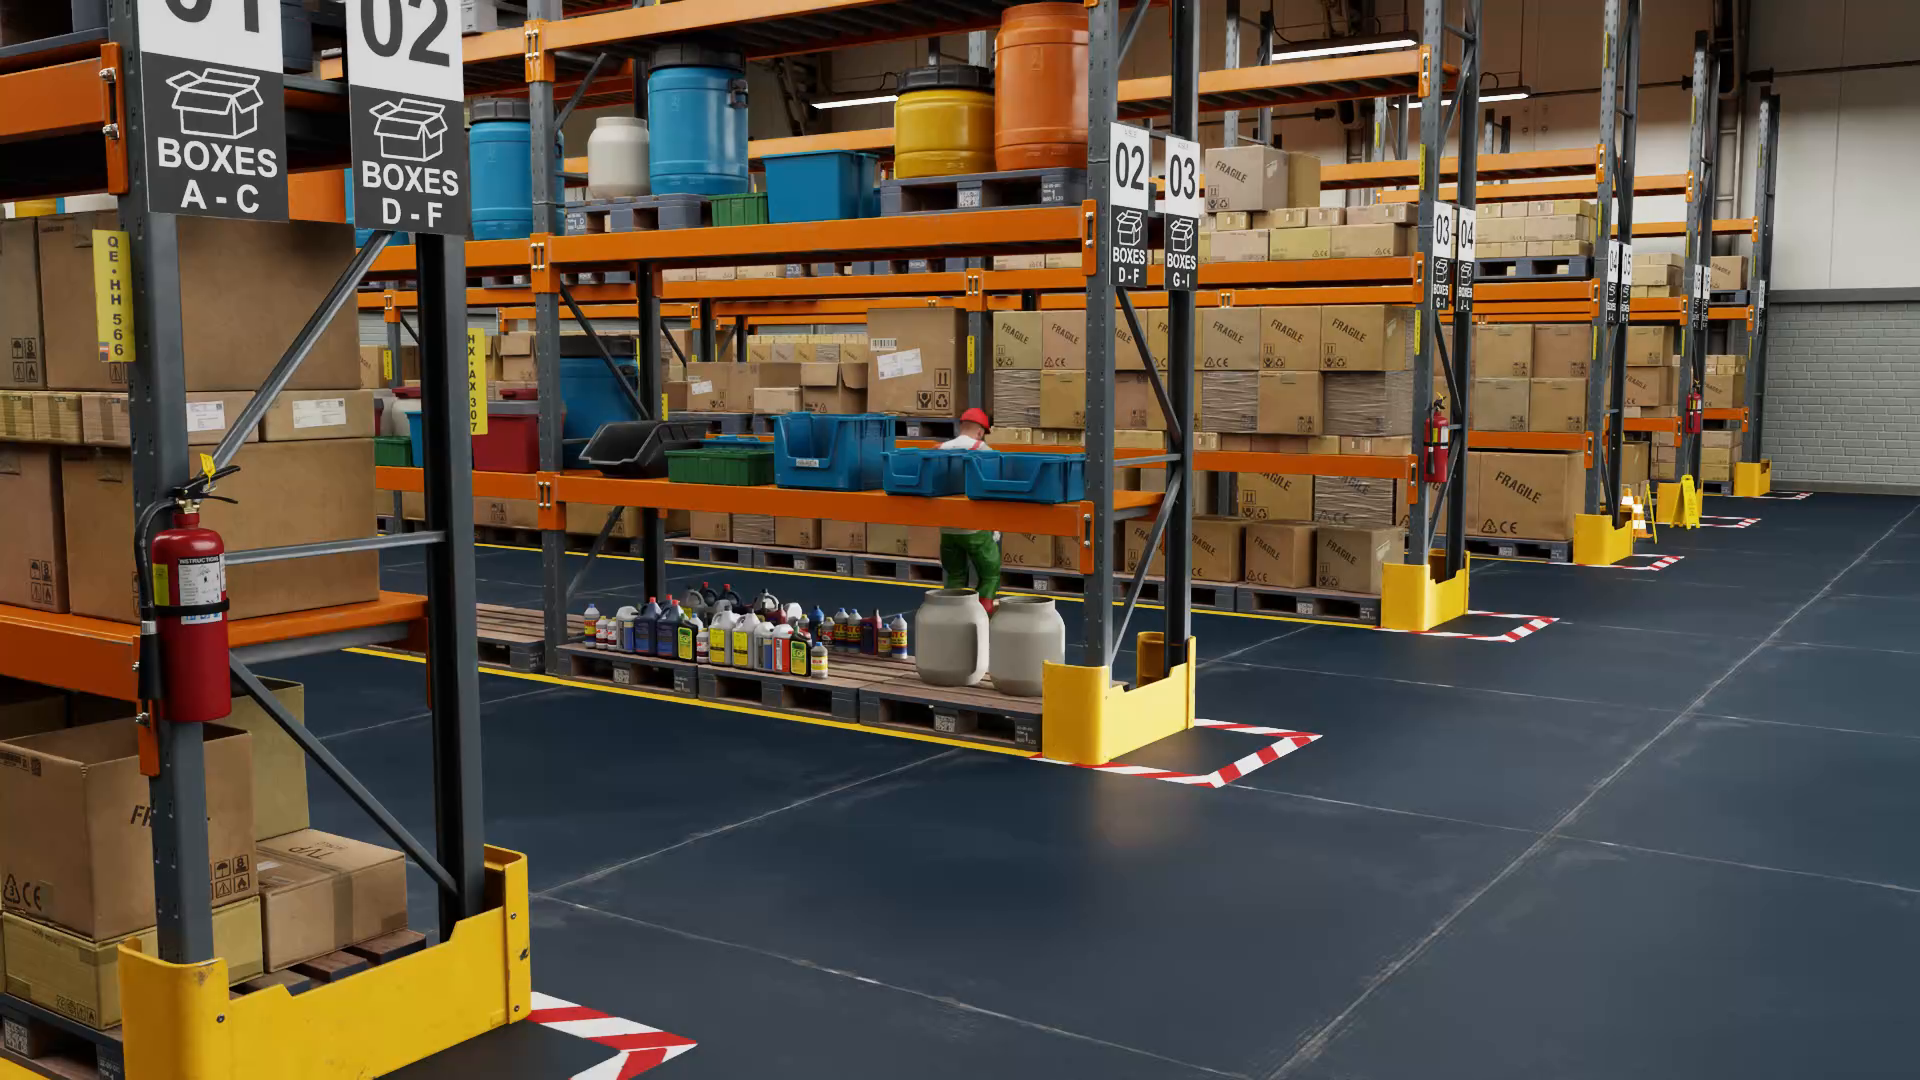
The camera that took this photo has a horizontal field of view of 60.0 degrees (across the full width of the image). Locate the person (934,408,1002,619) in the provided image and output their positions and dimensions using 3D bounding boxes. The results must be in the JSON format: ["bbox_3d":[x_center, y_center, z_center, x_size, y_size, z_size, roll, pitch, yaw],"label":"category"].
[{"bbox_3d":[0.042,-0.093,11.892,0.554,1.698,0.516,4,8,35],"label":"person"}]
